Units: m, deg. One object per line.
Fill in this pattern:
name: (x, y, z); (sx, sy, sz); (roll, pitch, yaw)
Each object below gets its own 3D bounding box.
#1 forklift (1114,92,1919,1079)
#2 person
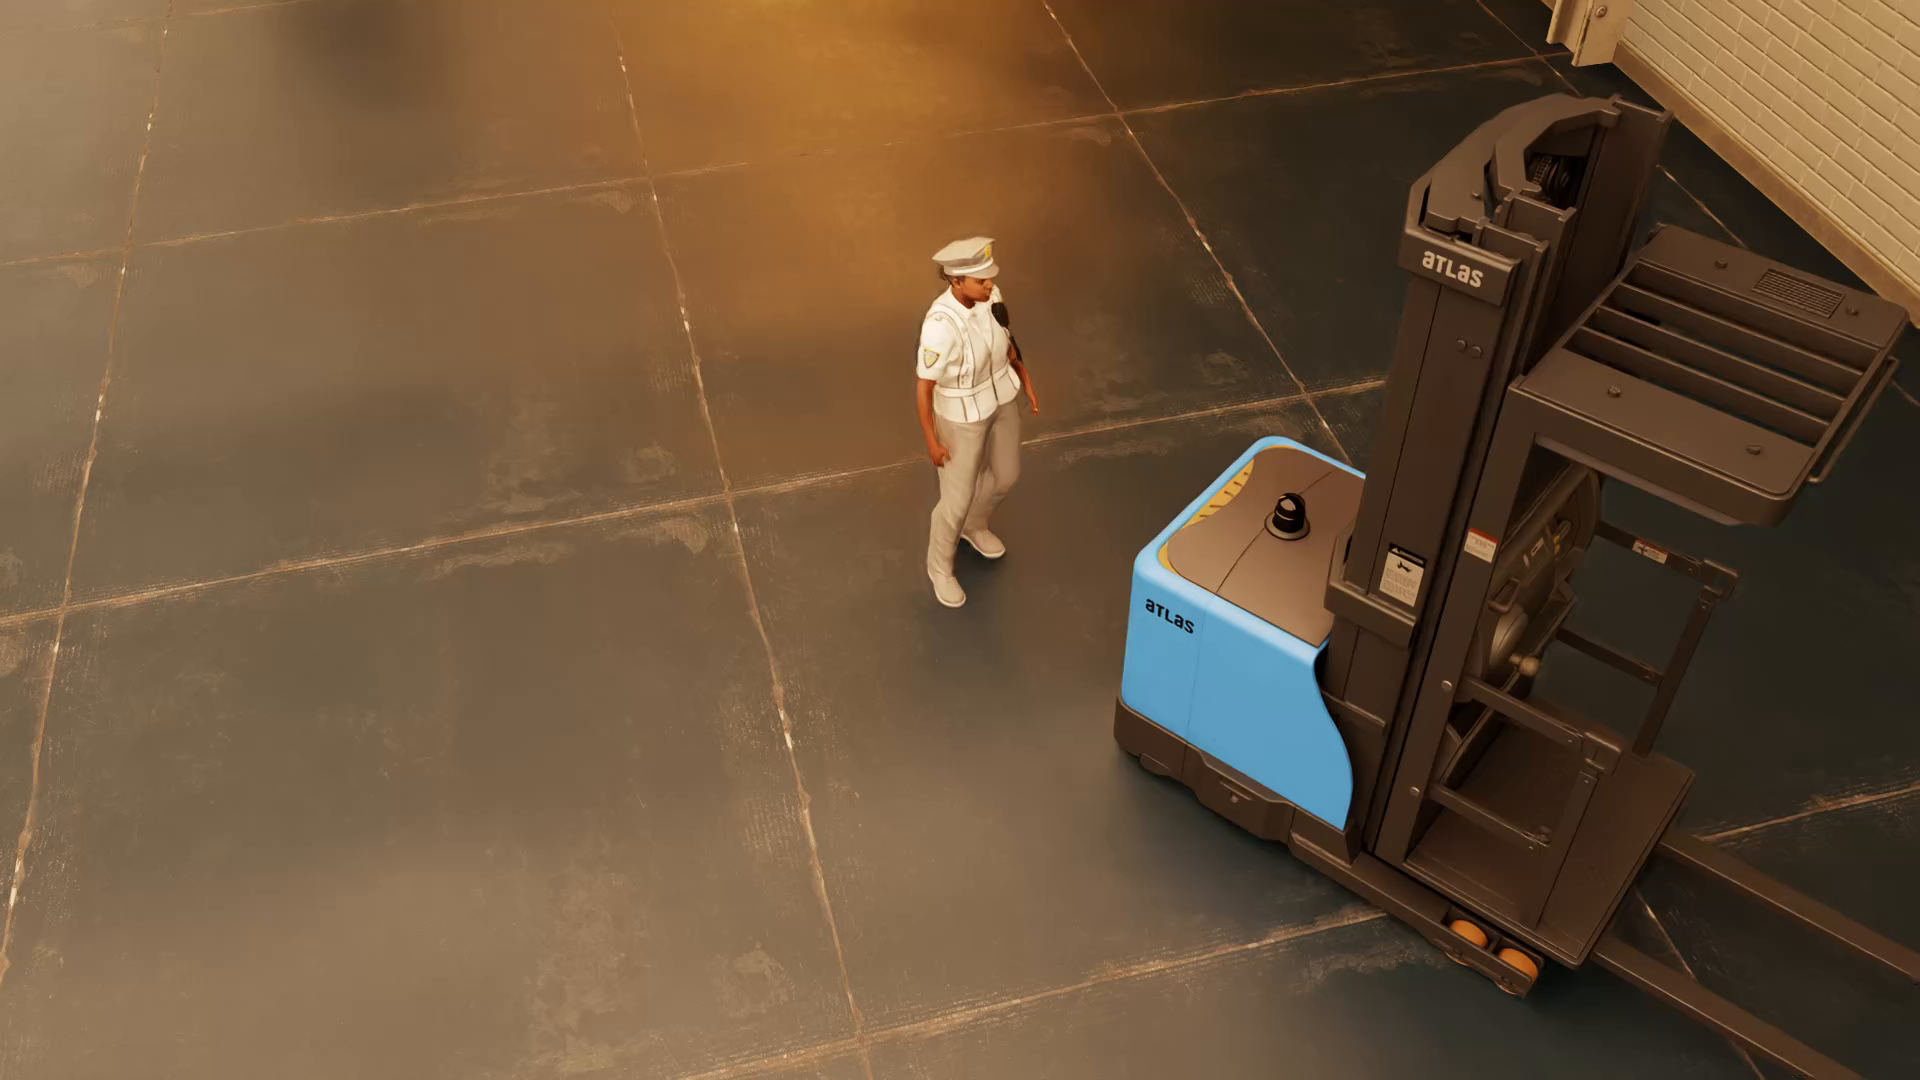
forklift: (2.096, 0.165, 5.471); (3.031, 2.935, 1.130); (29, 51, 27)
person: (0.045, -0.540, 7.158); (0.438, 1.670, 0.662); (33, 52, 30)
